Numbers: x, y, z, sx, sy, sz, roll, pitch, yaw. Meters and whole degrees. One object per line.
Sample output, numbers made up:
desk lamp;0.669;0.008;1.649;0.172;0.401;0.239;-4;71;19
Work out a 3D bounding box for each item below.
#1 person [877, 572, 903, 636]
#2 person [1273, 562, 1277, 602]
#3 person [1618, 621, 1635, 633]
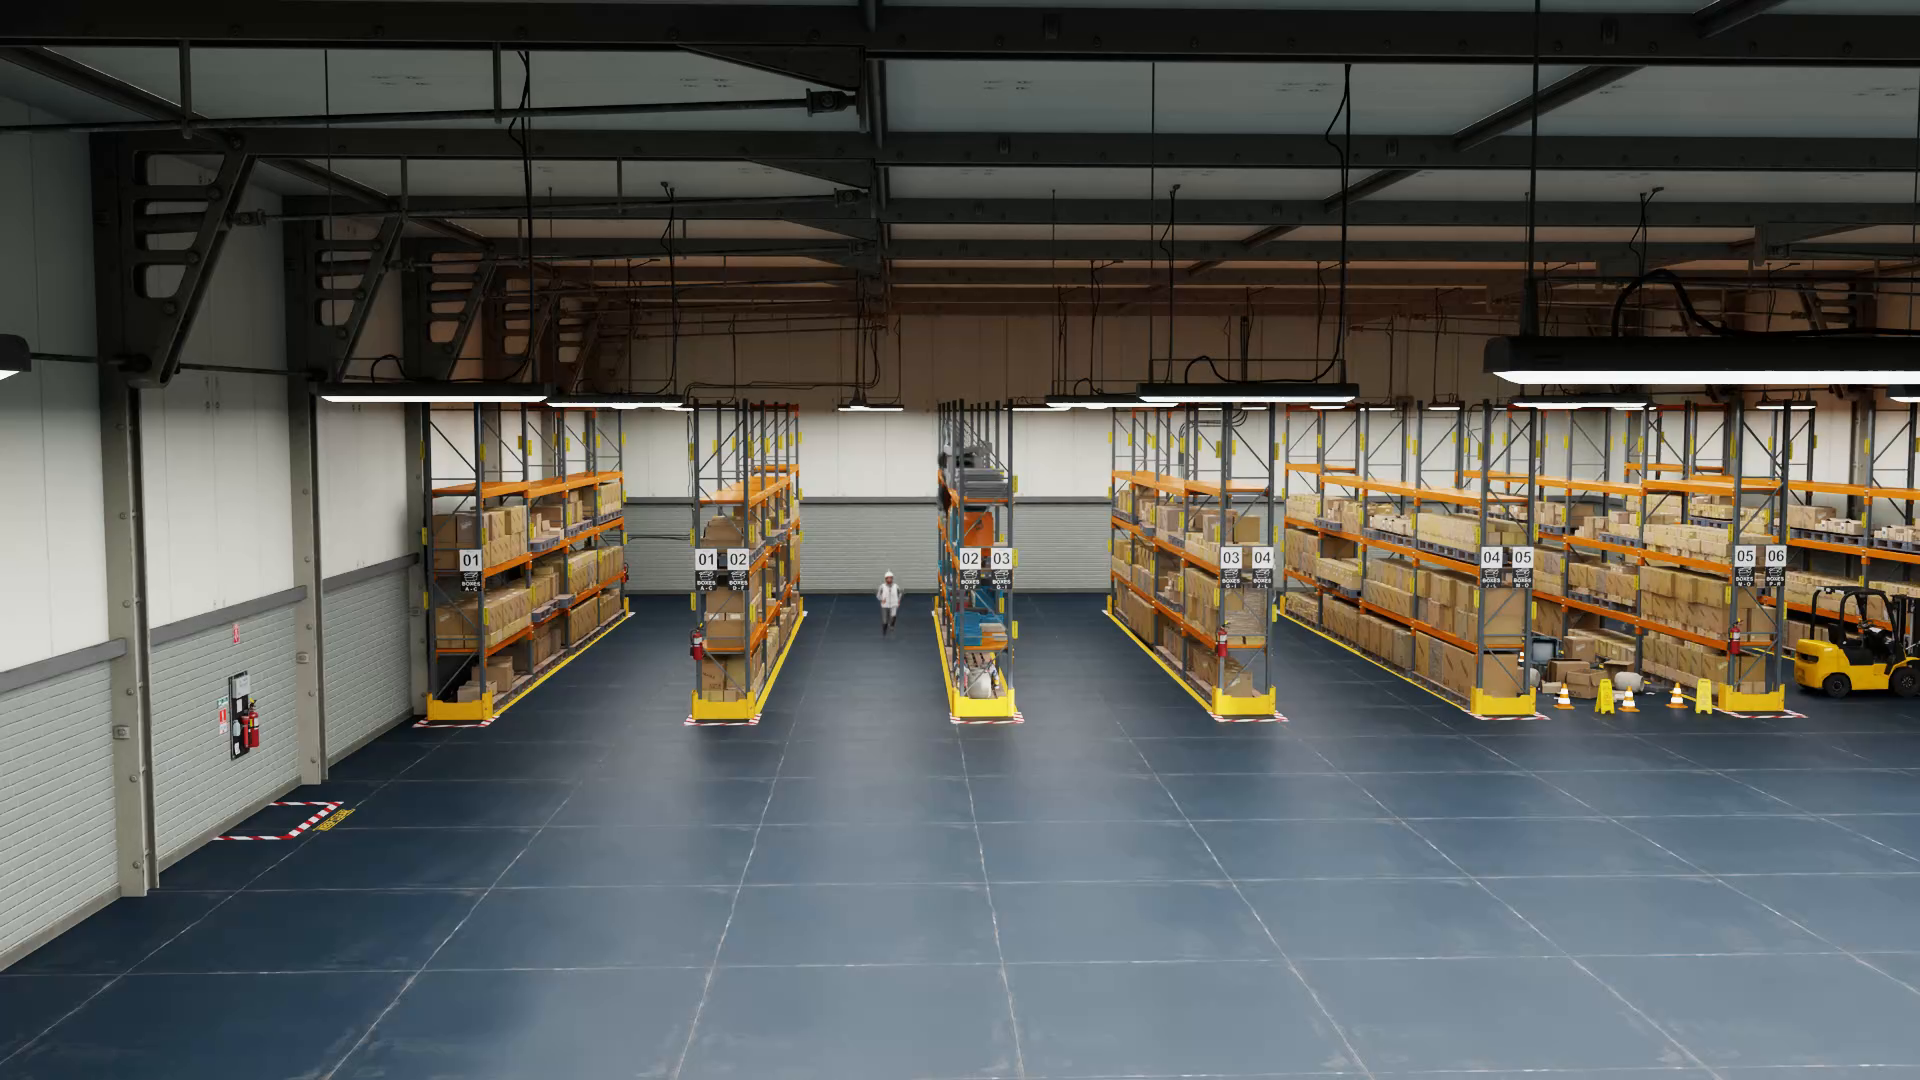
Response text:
person;-1.762;1.636;41.877;0.669;1.651;0.858;-1;4;-7
person;9.252;1.119;49.799;0.531;1.610;0.835;4;6;42
person;17.410;1.605;43.225;0.552;1.735;0.801;-1;4;-10
